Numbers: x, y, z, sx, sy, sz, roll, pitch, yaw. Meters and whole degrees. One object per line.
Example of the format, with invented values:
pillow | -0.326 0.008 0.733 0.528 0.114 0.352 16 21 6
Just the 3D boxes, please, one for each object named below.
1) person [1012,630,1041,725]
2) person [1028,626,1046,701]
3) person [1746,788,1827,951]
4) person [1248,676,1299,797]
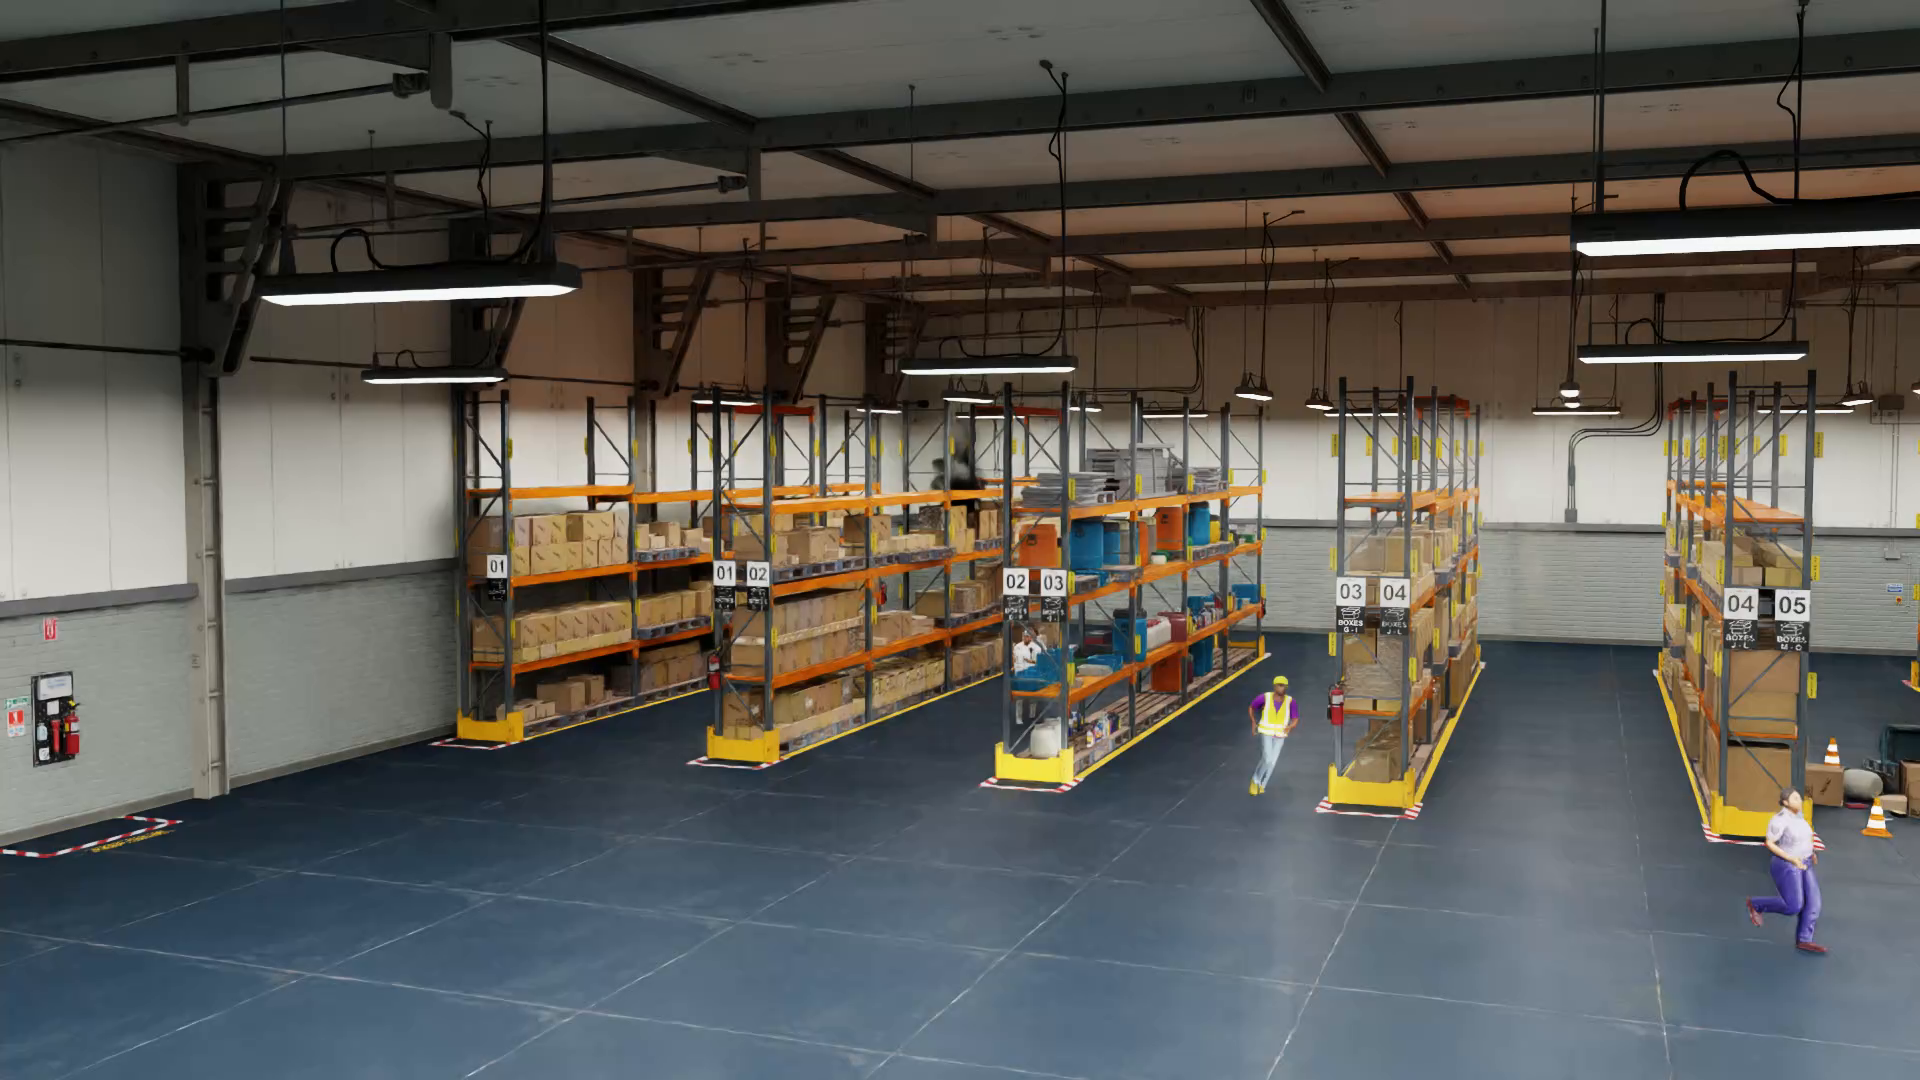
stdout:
person | 1.215 2.501 30.424 0.580 1.718 0.770 0 3 8
person | 1.387 2.438 31.724 0.541 1.571 0.867 0 3 6
person | 8.357 3.288 16.714 0.621 1.603 0.769 -2 4 -33
person | 4.523 2.827 23.926 0.722 1.728 0.617 0 3 -5
